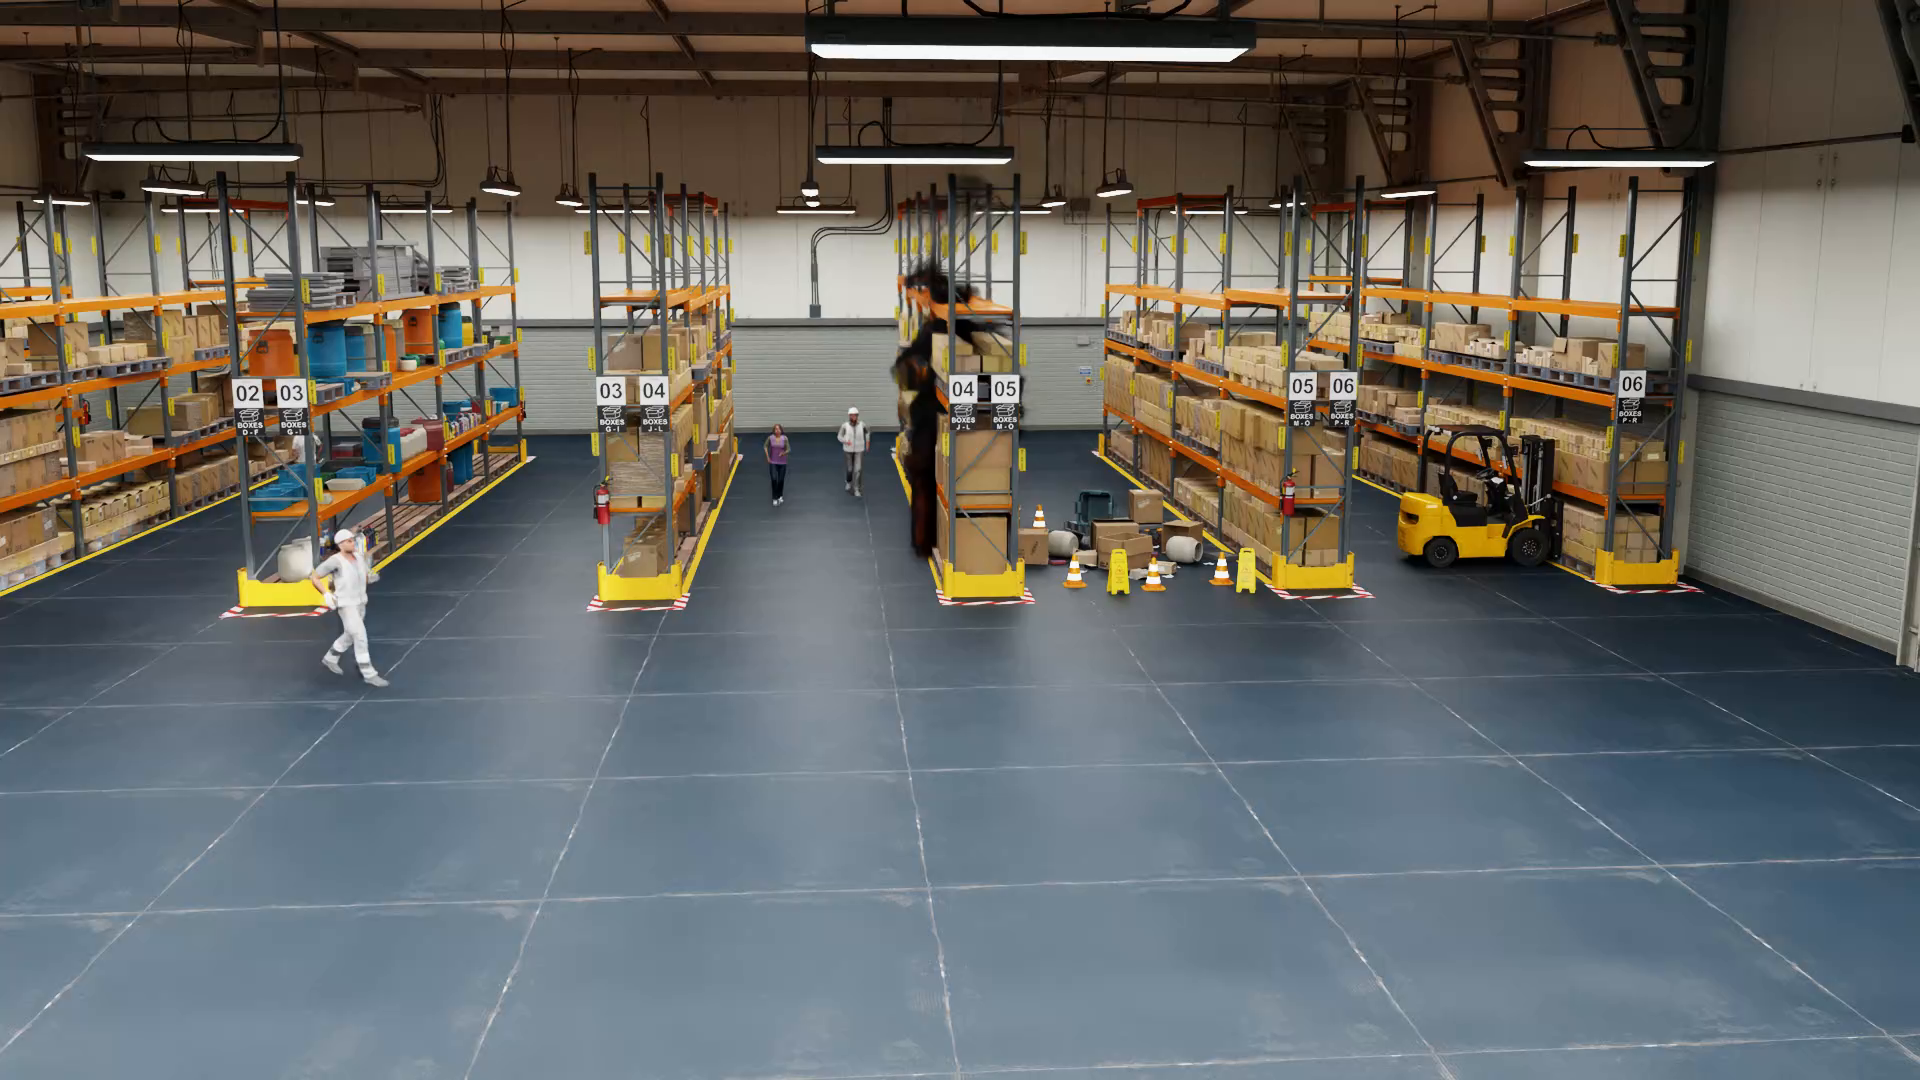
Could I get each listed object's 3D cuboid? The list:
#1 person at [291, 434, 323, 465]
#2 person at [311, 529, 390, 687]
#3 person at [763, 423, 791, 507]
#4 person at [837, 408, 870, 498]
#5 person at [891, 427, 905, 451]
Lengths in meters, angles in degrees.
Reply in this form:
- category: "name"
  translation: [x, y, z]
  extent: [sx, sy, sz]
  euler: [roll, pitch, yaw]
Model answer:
- category: "person"
  translation: [-12.687, -1.486, 32.342]
  extent: [0.579, 1.700, 0.859]
  euler: [-3, 10, -16]
- category: "person"
  translation: [-6.992, 0.758, 19.082]
  extent: [0.991, 1.781, 0.659]
  euler: [3, 10, 17]
- category: "person"
  translation: [-3.554, -1.450, 32.405]
  extent: [0.529, 1.647, 0.620]
  euler: [-1, 10, -8]
- category: "person"
  translation: [-2.152, -1.801, 33.800]
  extent: [0.681, 1.793, 0.847]
  euler: [-1, 10, -7]
- category: "person"
  translation: [-1.181, -3.050, 40.844]
  extent: [0.998, 1.745, 0.769]
  euler: [-4, 11, -23]
